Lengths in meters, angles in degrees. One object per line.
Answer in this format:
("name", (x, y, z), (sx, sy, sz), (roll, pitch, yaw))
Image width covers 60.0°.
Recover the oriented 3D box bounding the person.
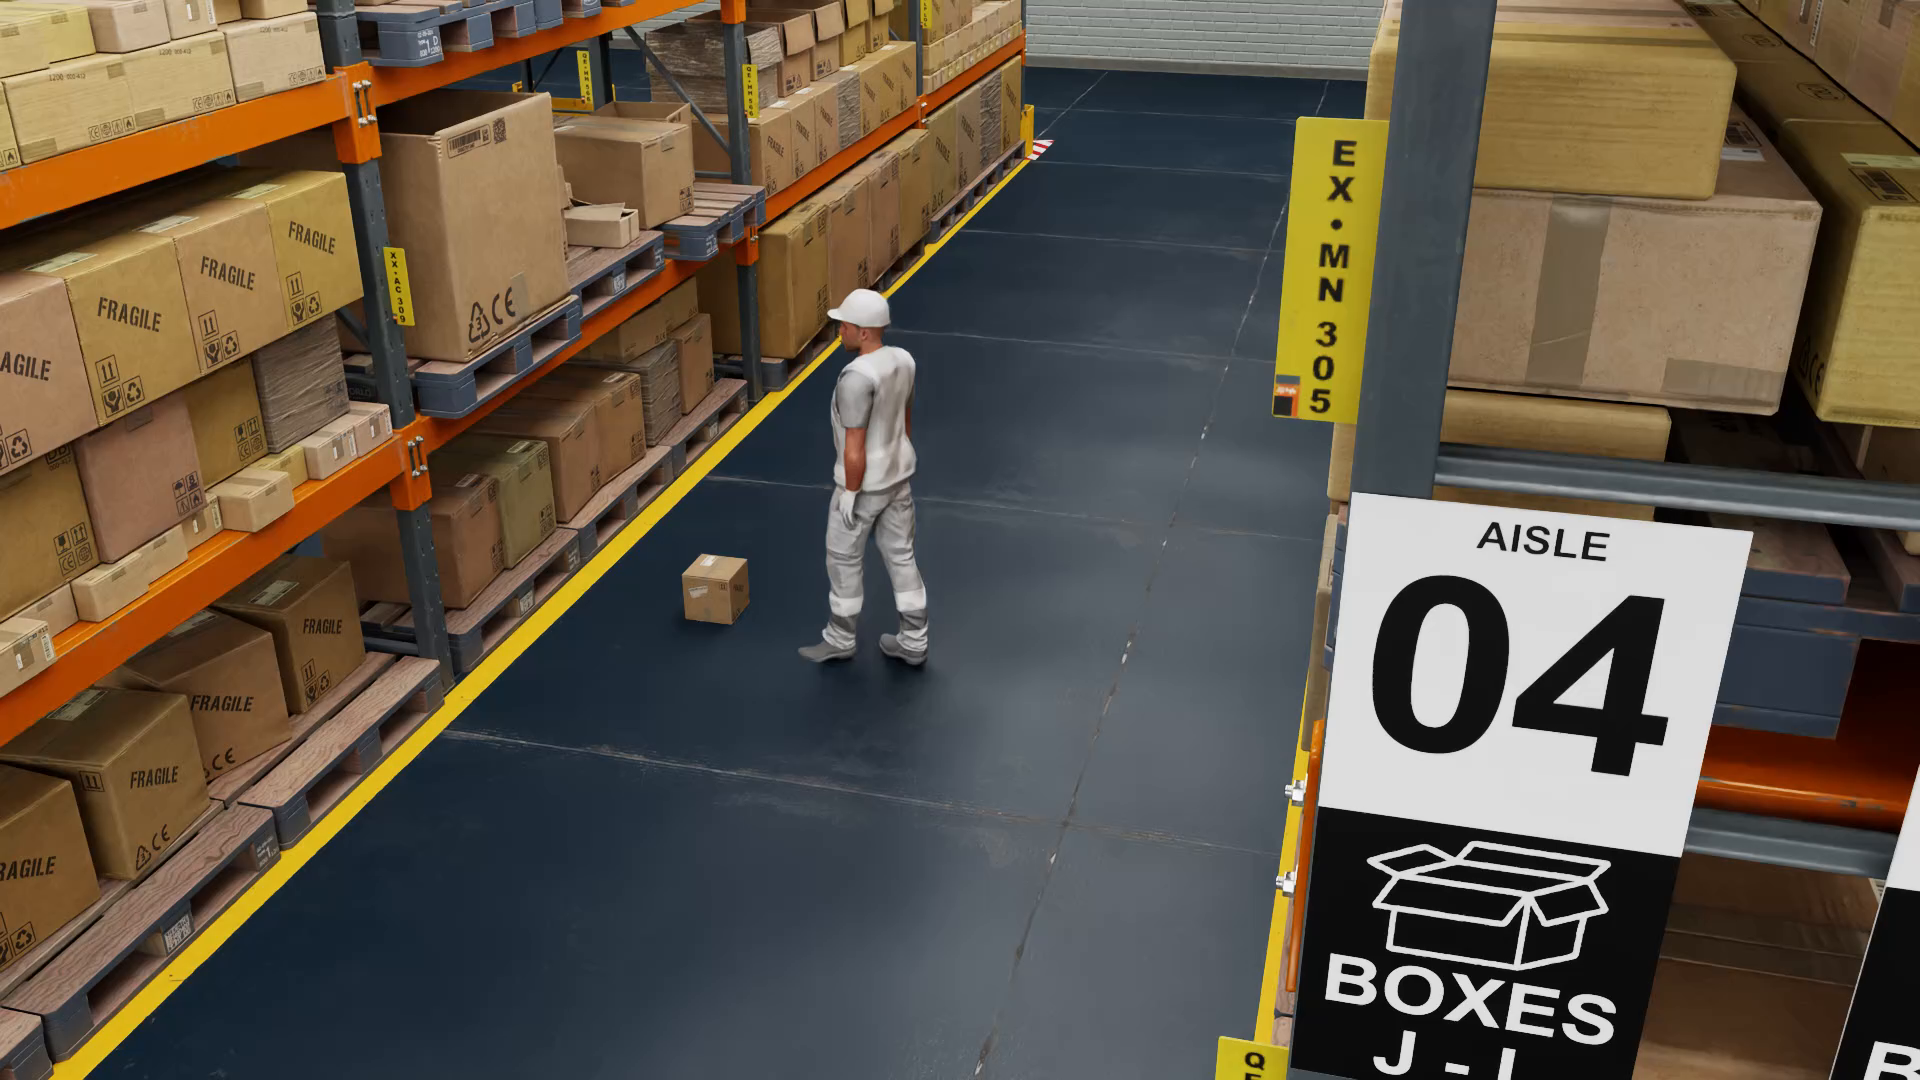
("person", (-0.410, -0.263, 7.650), (0.609, 1.821, 0.577), (17, 30, 32))
